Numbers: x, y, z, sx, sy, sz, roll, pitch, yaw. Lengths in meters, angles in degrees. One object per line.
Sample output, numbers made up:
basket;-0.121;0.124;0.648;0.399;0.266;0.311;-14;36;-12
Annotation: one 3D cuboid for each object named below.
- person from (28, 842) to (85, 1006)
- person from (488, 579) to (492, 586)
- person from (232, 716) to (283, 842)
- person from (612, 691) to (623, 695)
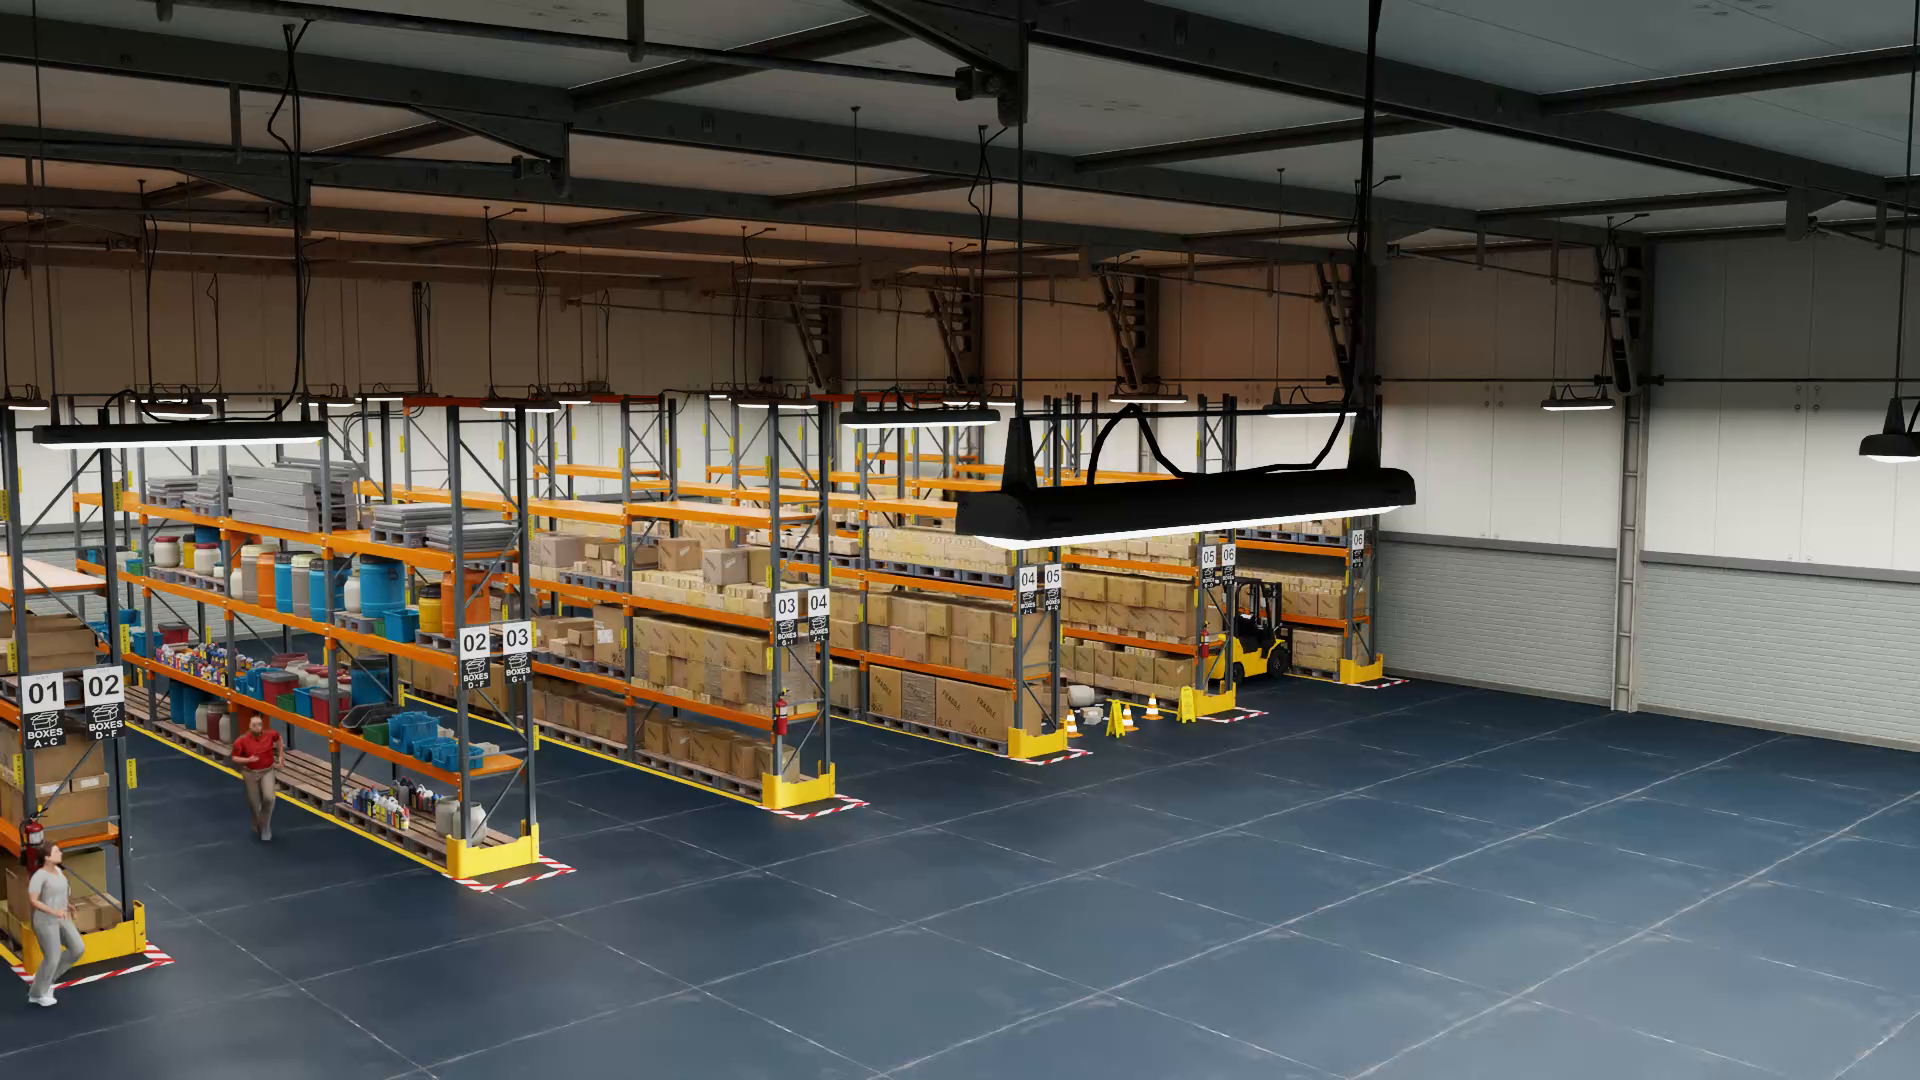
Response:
person;-9.207;3.885;16.955;0.512;1.629;0.630;0;6;3
person;-11.116;1.748;38.707;0.744;1.721;0.723;1;6;7
person;-9.648;3.275;22.900;0.689;1.754;0.827;-3;6;-30
person;-6.732;2.251;33.187;0.617;1.733;0.682;4;7;37
